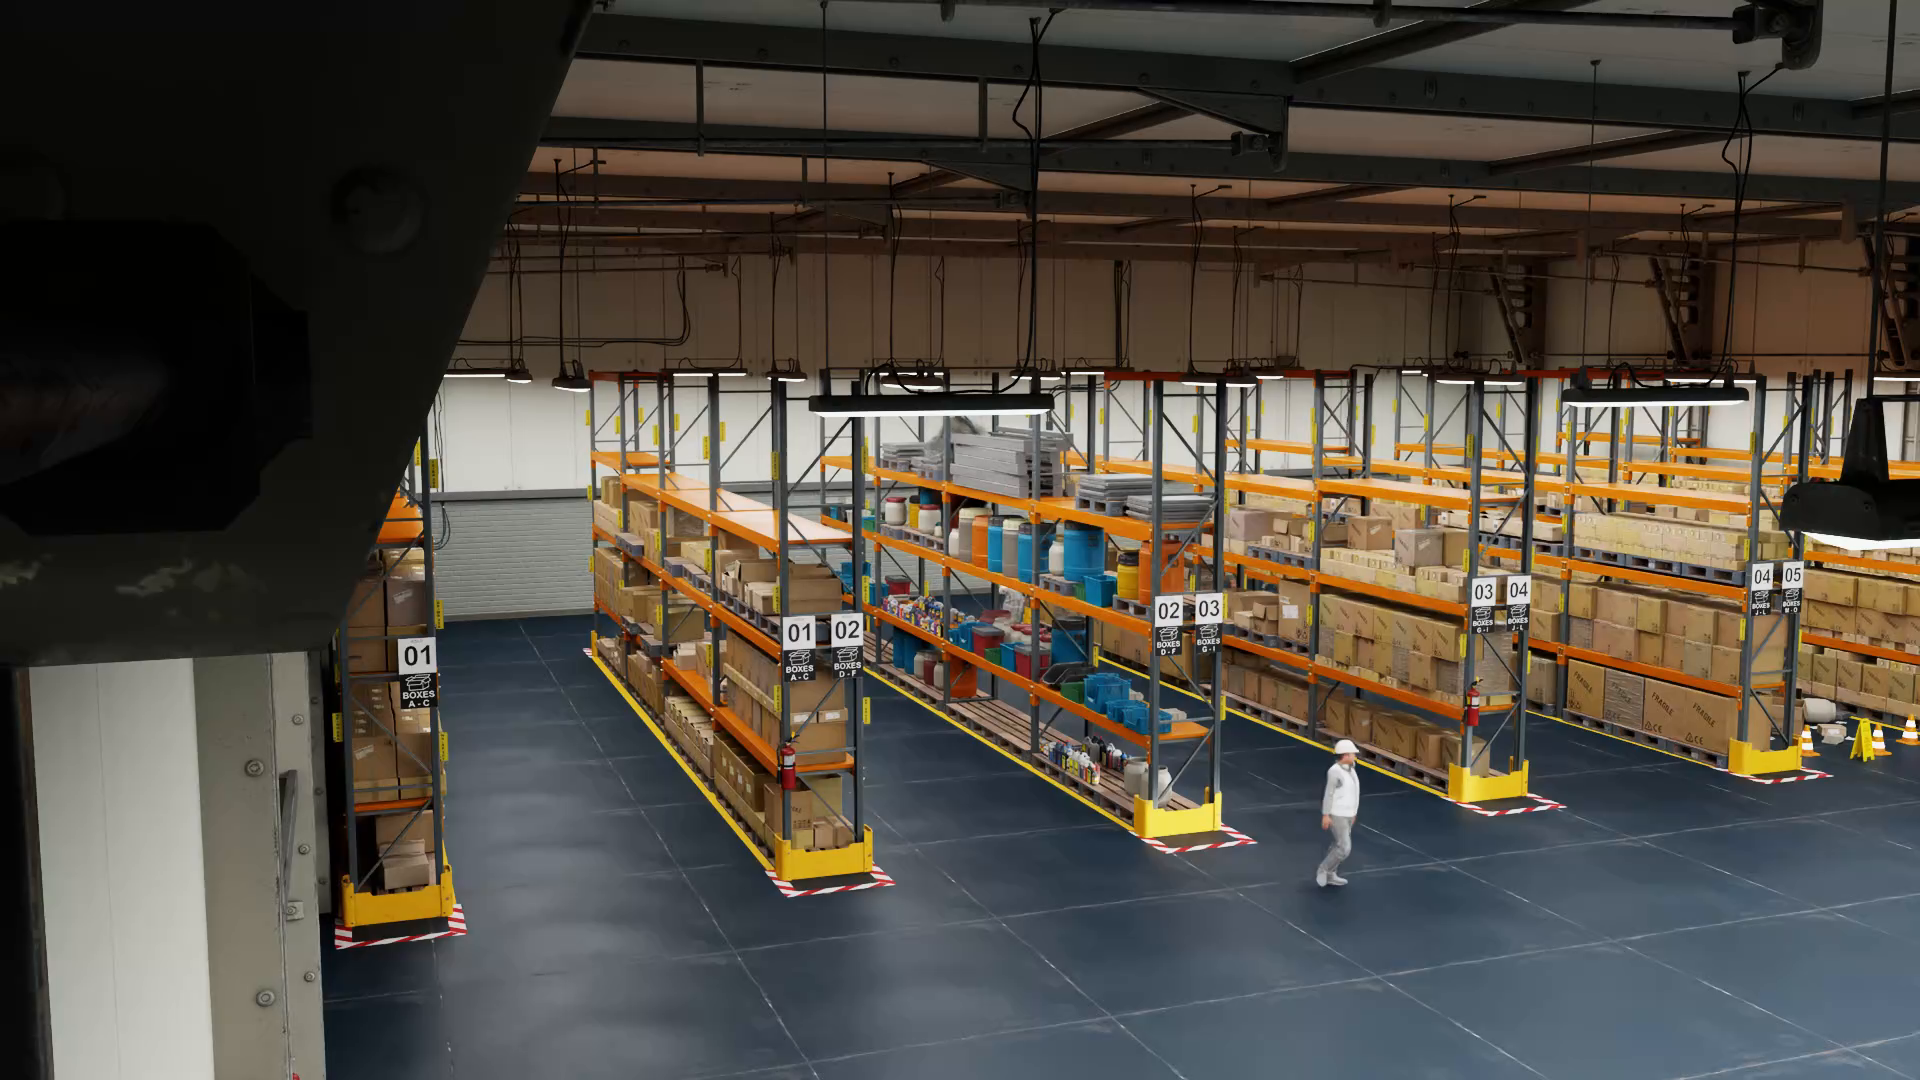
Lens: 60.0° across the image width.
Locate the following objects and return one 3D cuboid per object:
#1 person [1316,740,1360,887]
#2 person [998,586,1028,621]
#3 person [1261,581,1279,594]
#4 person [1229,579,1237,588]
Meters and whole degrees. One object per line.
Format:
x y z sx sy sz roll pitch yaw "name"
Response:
4.490 3.243 19.727 0.443 1.762 0.619 4 8 35 "person"
1.171 1.537 35.487 0.643 1.699 0.737 -5 8 -38 "person"
7.761 0.899 41.326 0.852 1.665 0.650 4 7 30 "person"
5.620 1.676 34.121 0.638 1.774 0.830 -1 7 -13 "person"
